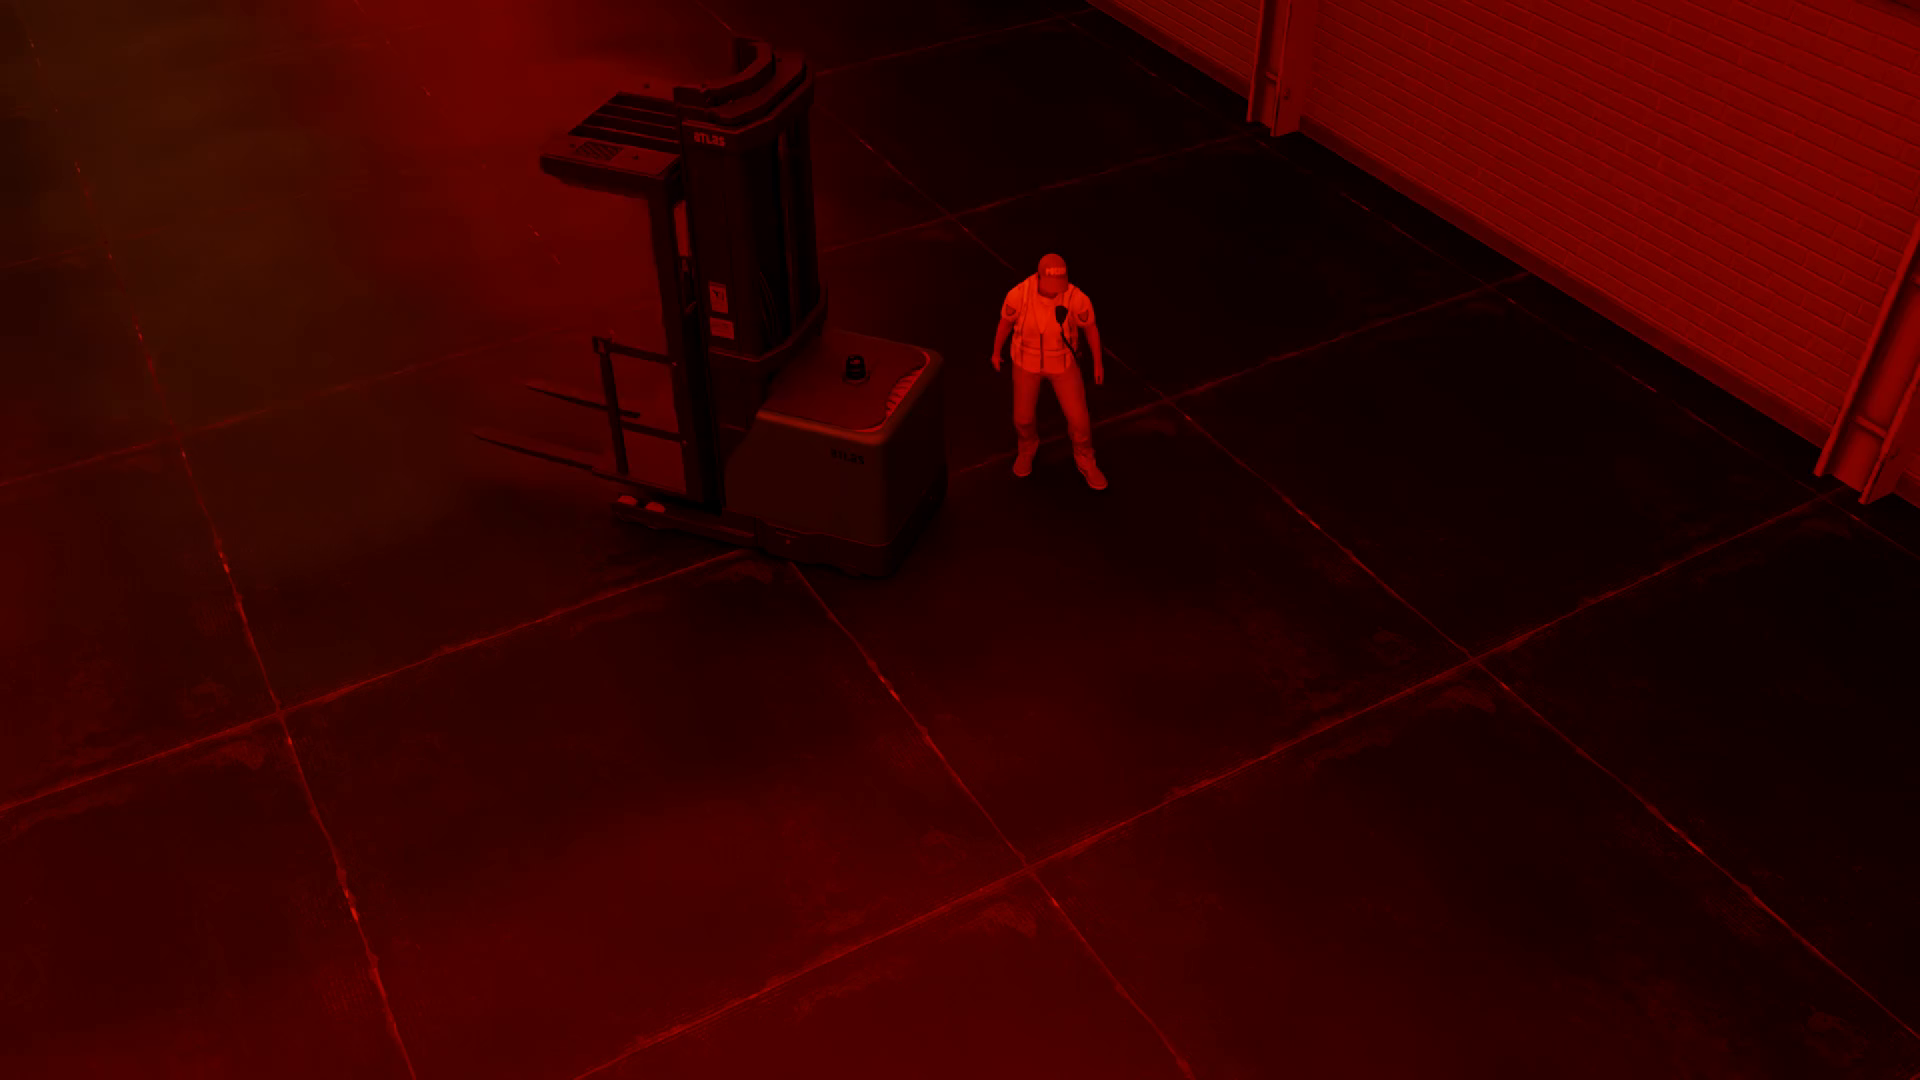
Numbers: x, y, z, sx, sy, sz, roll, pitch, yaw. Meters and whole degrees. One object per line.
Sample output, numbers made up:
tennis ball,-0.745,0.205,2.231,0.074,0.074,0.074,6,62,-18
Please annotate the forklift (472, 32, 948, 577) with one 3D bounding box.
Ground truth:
forklift,-1.650,-1.497,9.841,3.031,2.935,1.130,14,42,16

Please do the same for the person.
person,0.576,-1.078,10.358,0.796,1.639,0.466,6,40,7
